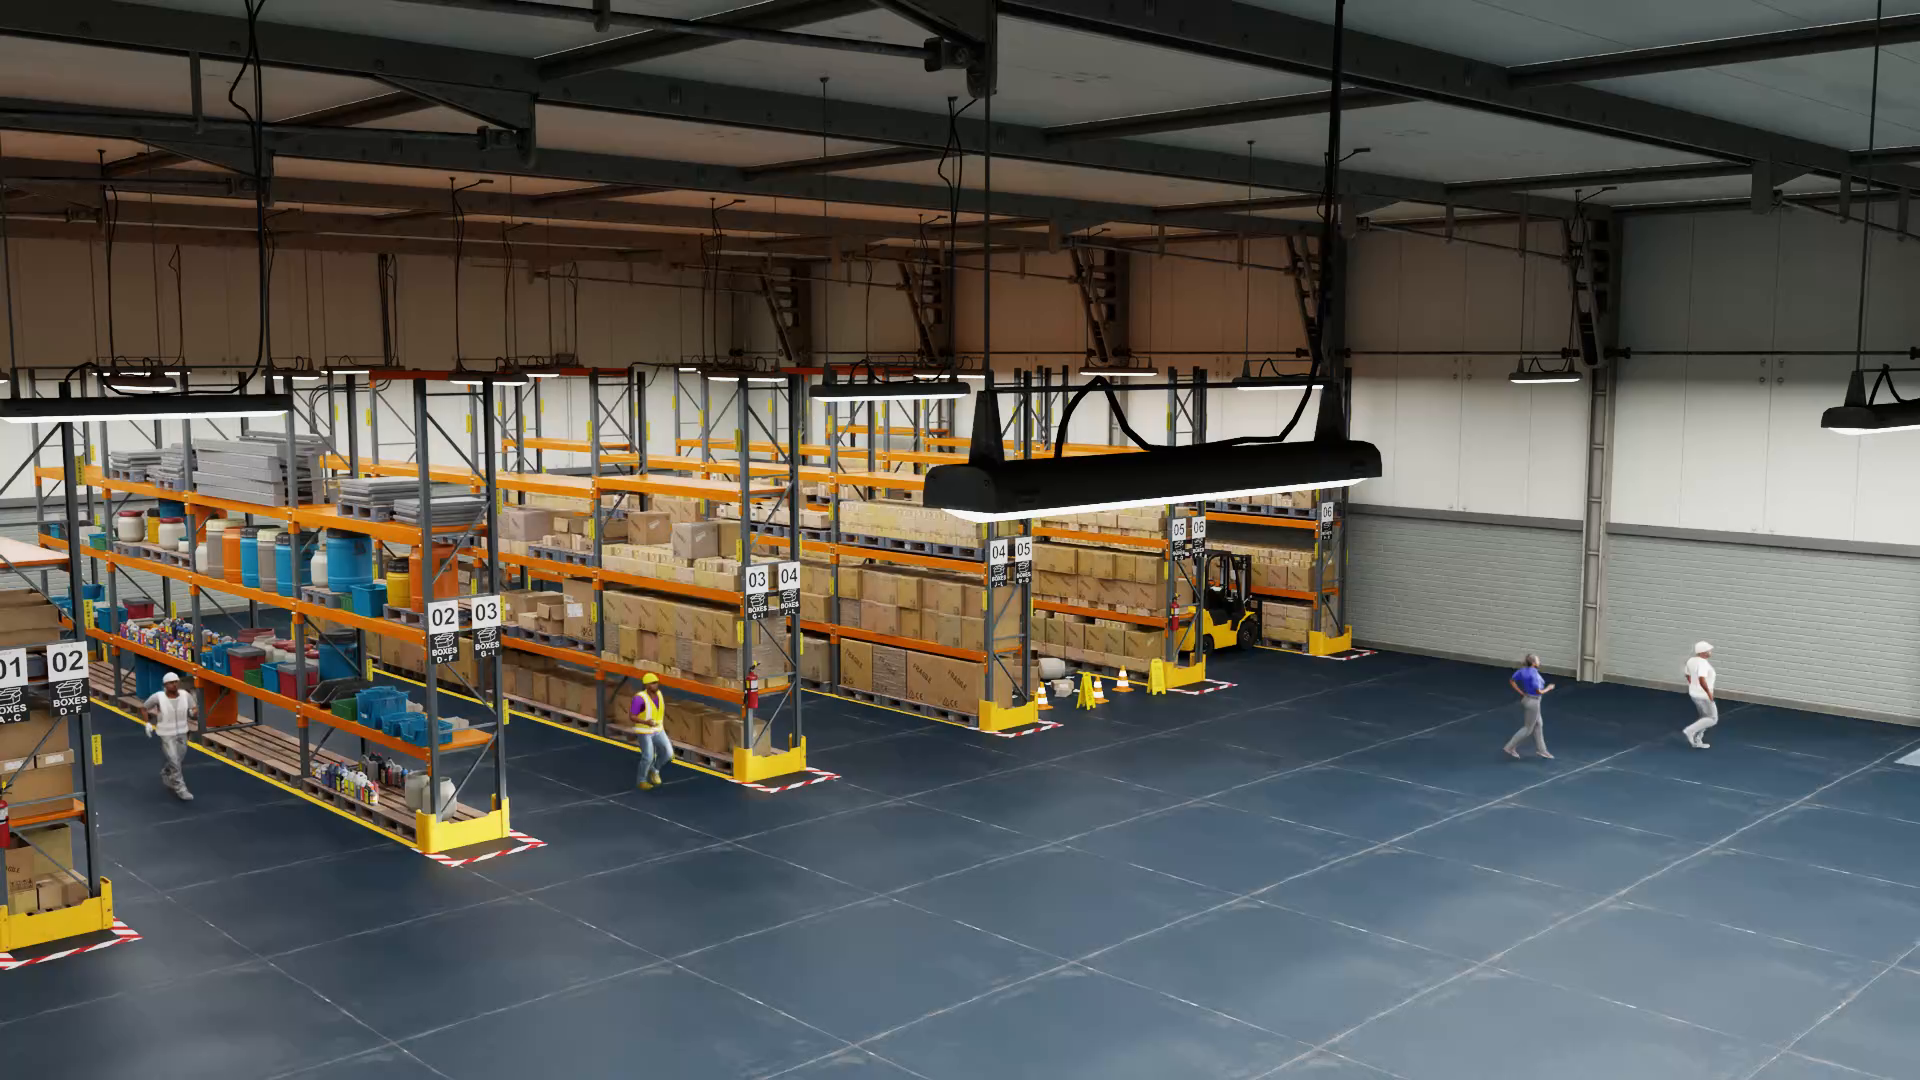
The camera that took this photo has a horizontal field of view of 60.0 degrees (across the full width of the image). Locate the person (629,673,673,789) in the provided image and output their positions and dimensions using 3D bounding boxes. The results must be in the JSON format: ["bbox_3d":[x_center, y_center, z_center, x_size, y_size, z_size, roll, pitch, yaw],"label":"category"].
[{"bbox_3d":[-4.447,2.763,24.026,0.660,1.715,0.720,5,8,39],"label":"person"}]

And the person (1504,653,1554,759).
[{"bbox_3d":[8.837,2.584,25.740,0.850,1.679,0.570,0,6,-3],"label":"person"}]

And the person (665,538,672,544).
[{"bbox_3d":[-7.910,0.470,44.014,1.034,1.725,0.760,-1,7,-8],"label":"person"}]

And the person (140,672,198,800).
[{"bbox_3d":[-11.183,2.748,23.625,1.004,1.769,0.683,5,8,39],"label":"person"}]

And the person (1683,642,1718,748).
[{"bbox_3d":[11.823,2.481,26.571,0.546,1.726,0.693,0,6,1],"label":"person"}]
